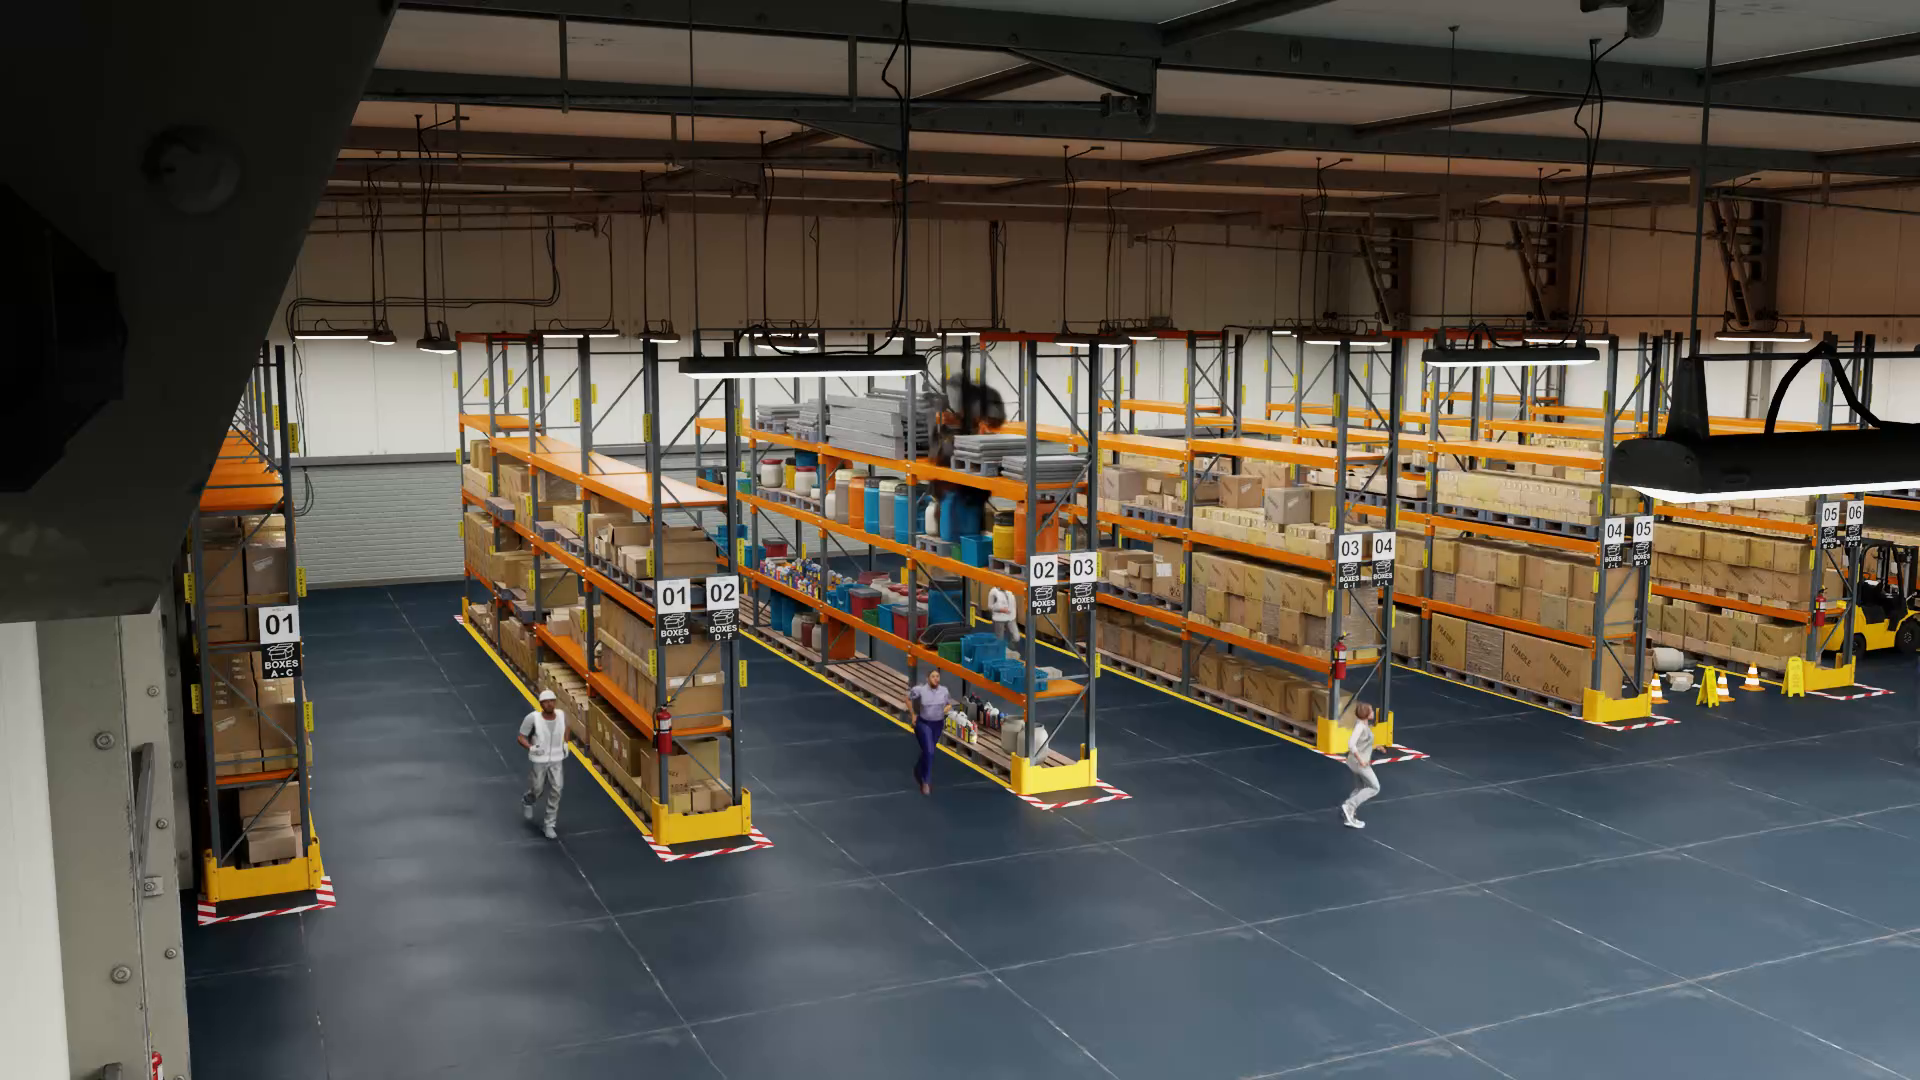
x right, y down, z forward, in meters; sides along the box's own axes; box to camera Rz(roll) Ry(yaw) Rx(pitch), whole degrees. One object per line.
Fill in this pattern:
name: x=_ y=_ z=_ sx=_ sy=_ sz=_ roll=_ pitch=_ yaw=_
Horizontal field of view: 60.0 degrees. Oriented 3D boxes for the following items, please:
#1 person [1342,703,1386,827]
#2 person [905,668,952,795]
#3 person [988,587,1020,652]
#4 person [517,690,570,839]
person: x=5.019 y=2.789 z=20.637 sx=0.541 sy=1.568 sz=0.521 roll=1 pitch=8 yaw=7
person: x=-0.398 y=2.549 z=22.327 sx=0.591 sy=1.705 sz=0.727 roll=-4 pitch=9 yaw=-27
person: x=0.794 y=1.451 z=29.931 sx=0.662 sy=1.789 sz=0.723 roll=-4 pitch=9 yaw=-26
person: x=-5.097 y=2.711 z=20.489 sx=0.698 sy=1.778 sz=0.852 roll=-5 pitch=9 yaw=-30
